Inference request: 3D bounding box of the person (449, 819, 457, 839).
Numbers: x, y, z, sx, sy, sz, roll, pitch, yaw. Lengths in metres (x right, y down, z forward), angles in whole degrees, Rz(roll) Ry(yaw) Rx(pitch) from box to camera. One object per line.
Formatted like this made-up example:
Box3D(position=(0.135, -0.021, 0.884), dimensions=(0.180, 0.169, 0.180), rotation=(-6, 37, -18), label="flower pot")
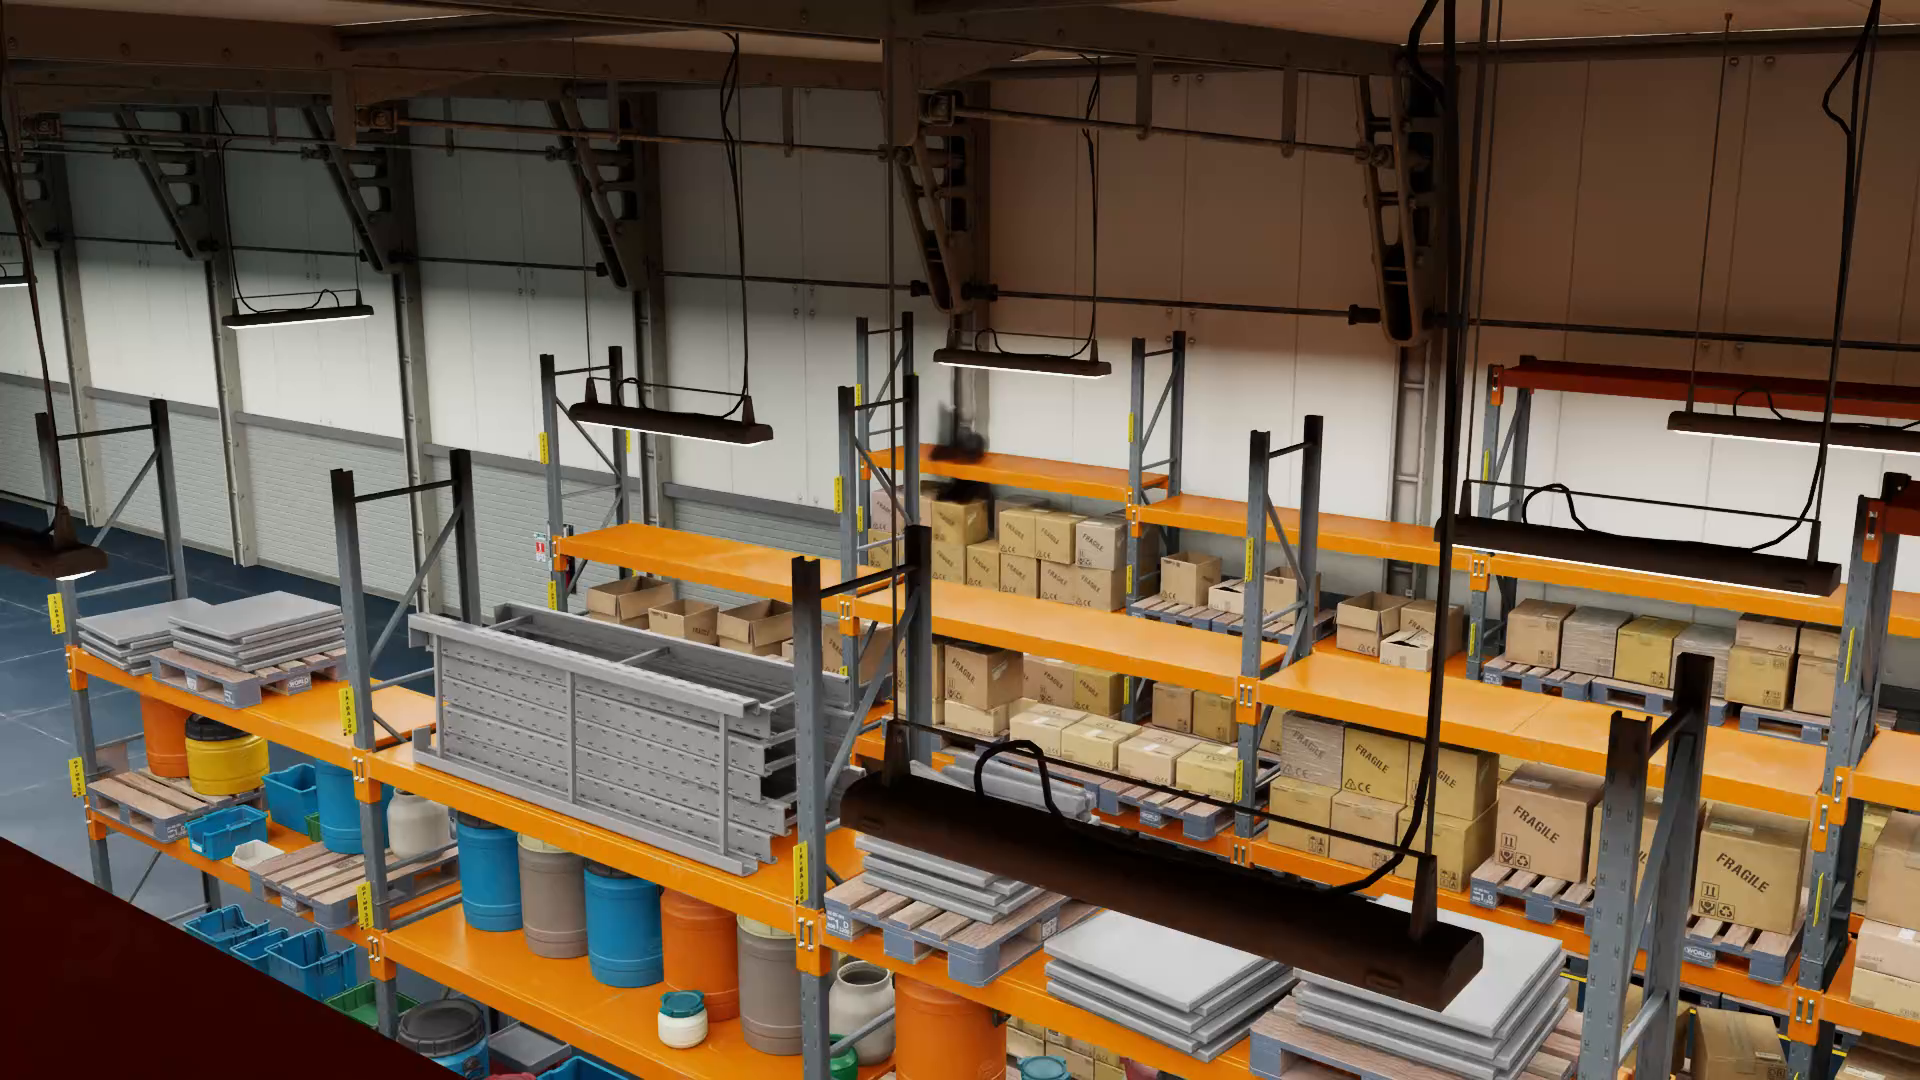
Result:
Box3D(position=(-6.023, 2.902, 18.799), dimensions=(0.987, 1.808, 0.696), rotation=(-5, 14, -22), label="person")
